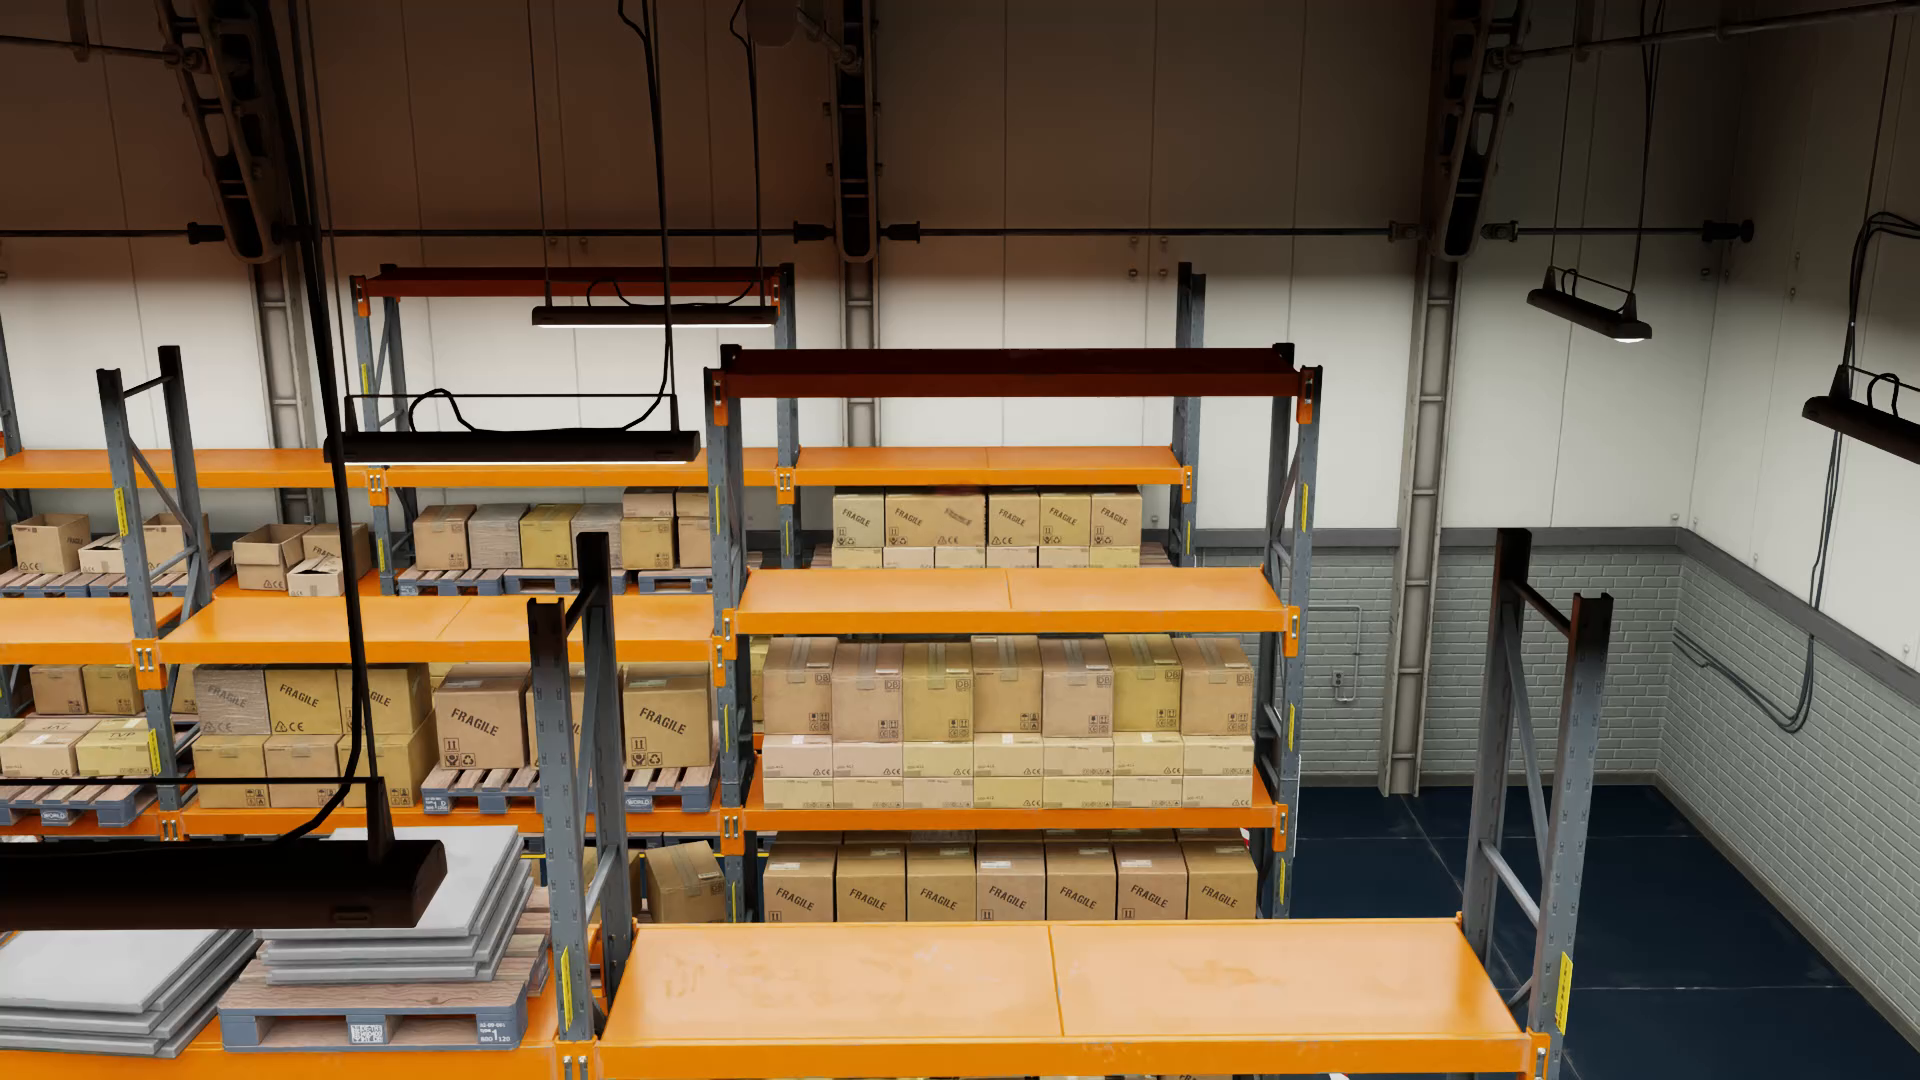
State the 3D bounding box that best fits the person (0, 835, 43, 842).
[{"bbox_3d":[-8.918,2.947,15.484,0.896,1.621,0.501,1,16,5],"label":"person"}]
